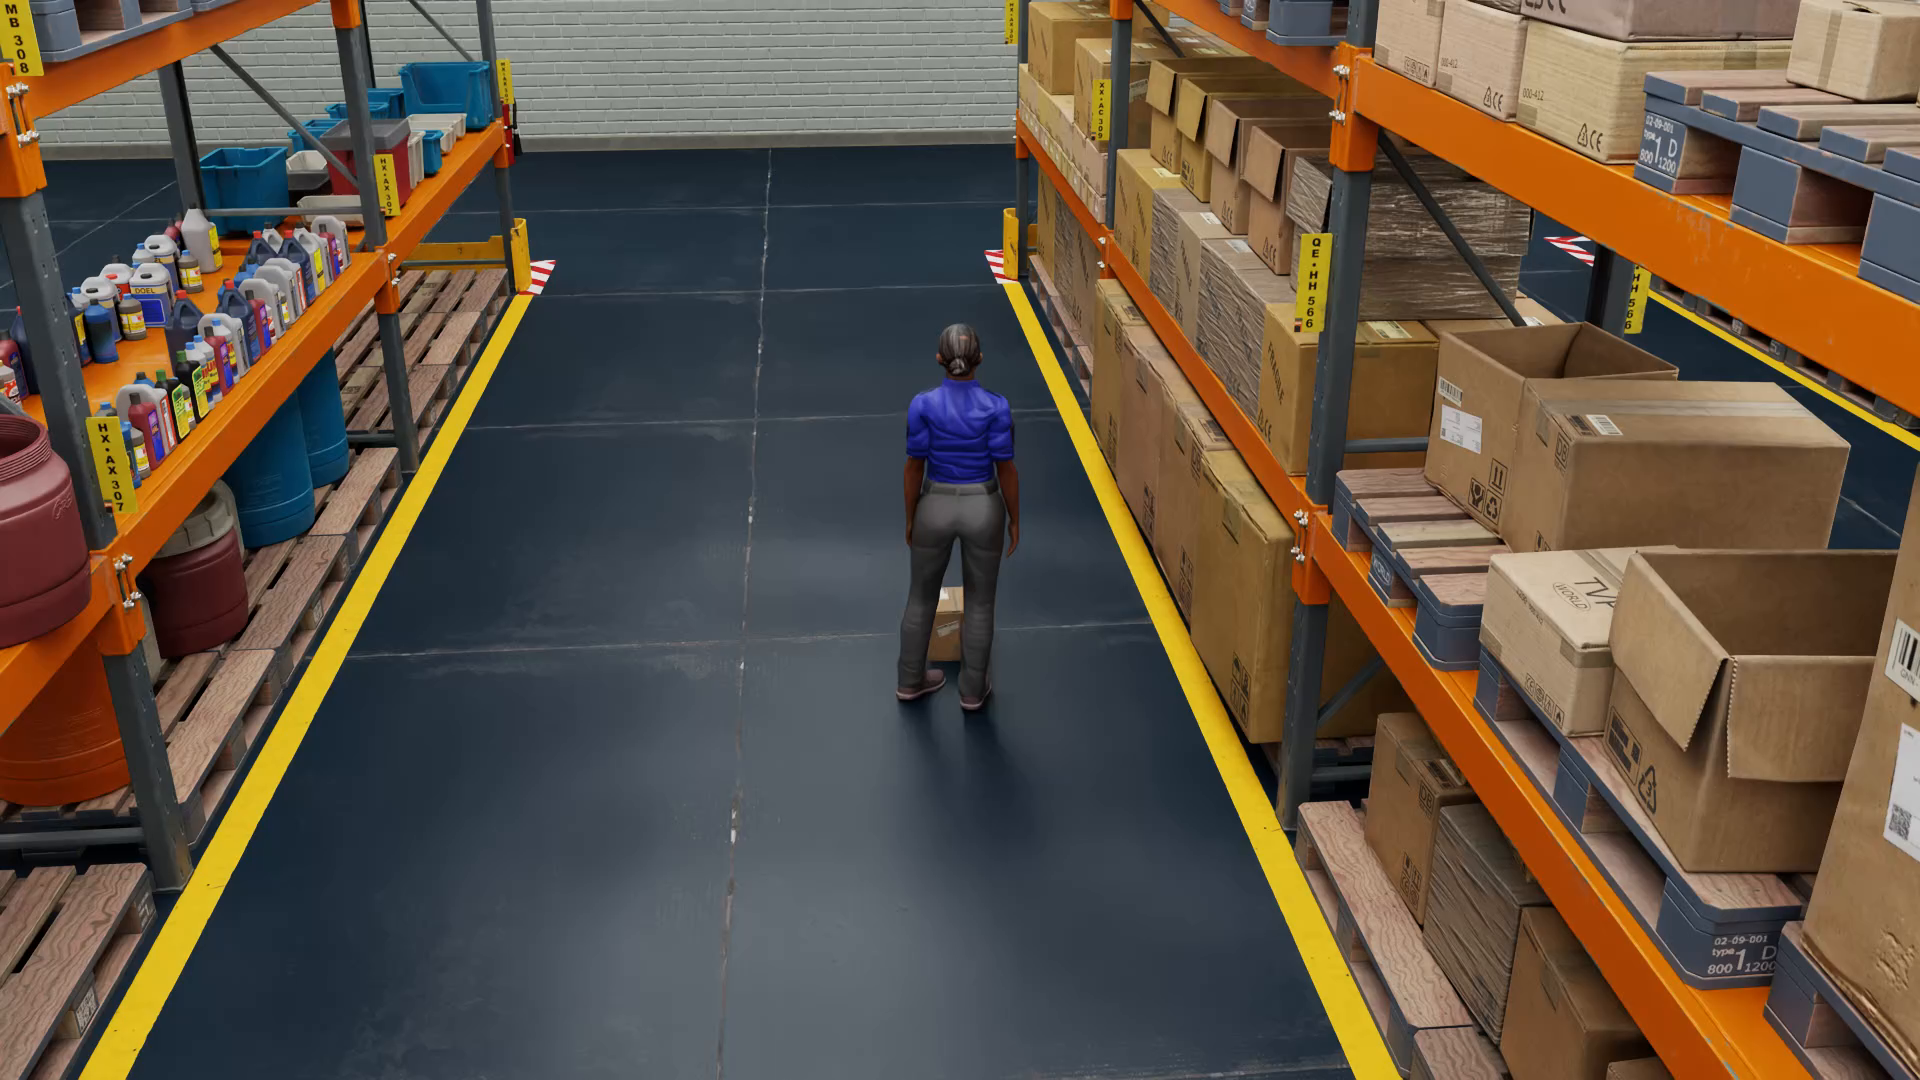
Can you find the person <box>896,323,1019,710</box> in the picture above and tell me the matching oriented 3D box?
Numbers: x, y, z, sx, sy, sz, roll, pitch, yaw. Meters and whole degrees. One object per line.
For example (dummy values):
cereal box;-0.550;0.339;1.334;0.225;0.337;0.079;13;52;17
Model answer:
person;-0.012;-0.086;6.789;0.511;1.667;0.348;2;24;4
